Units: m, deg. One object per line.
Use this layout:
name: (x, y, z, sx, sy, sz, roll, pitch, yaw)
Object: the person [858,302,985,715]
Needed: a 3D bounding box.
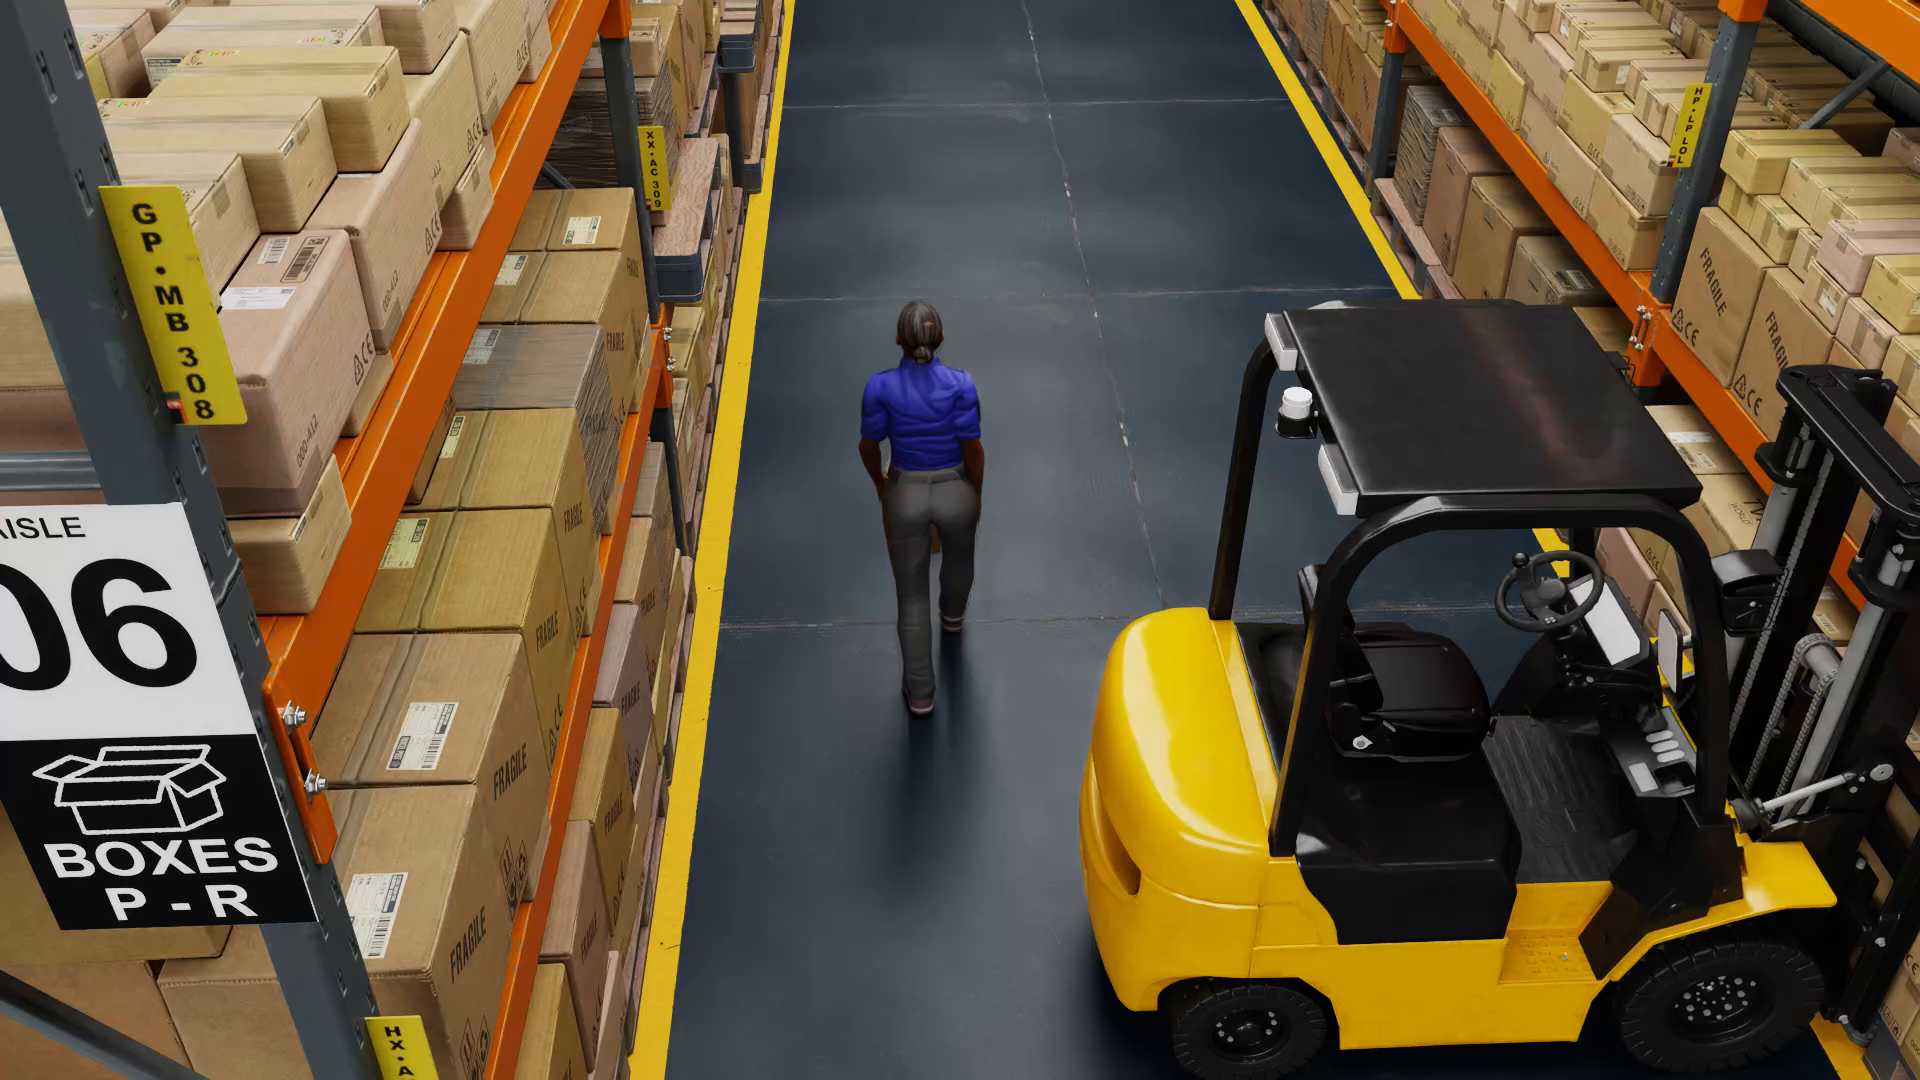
person: (-0.149, -0.204, 6.434, 0.468, 1.626, 0.852, -2, 36, -3)
